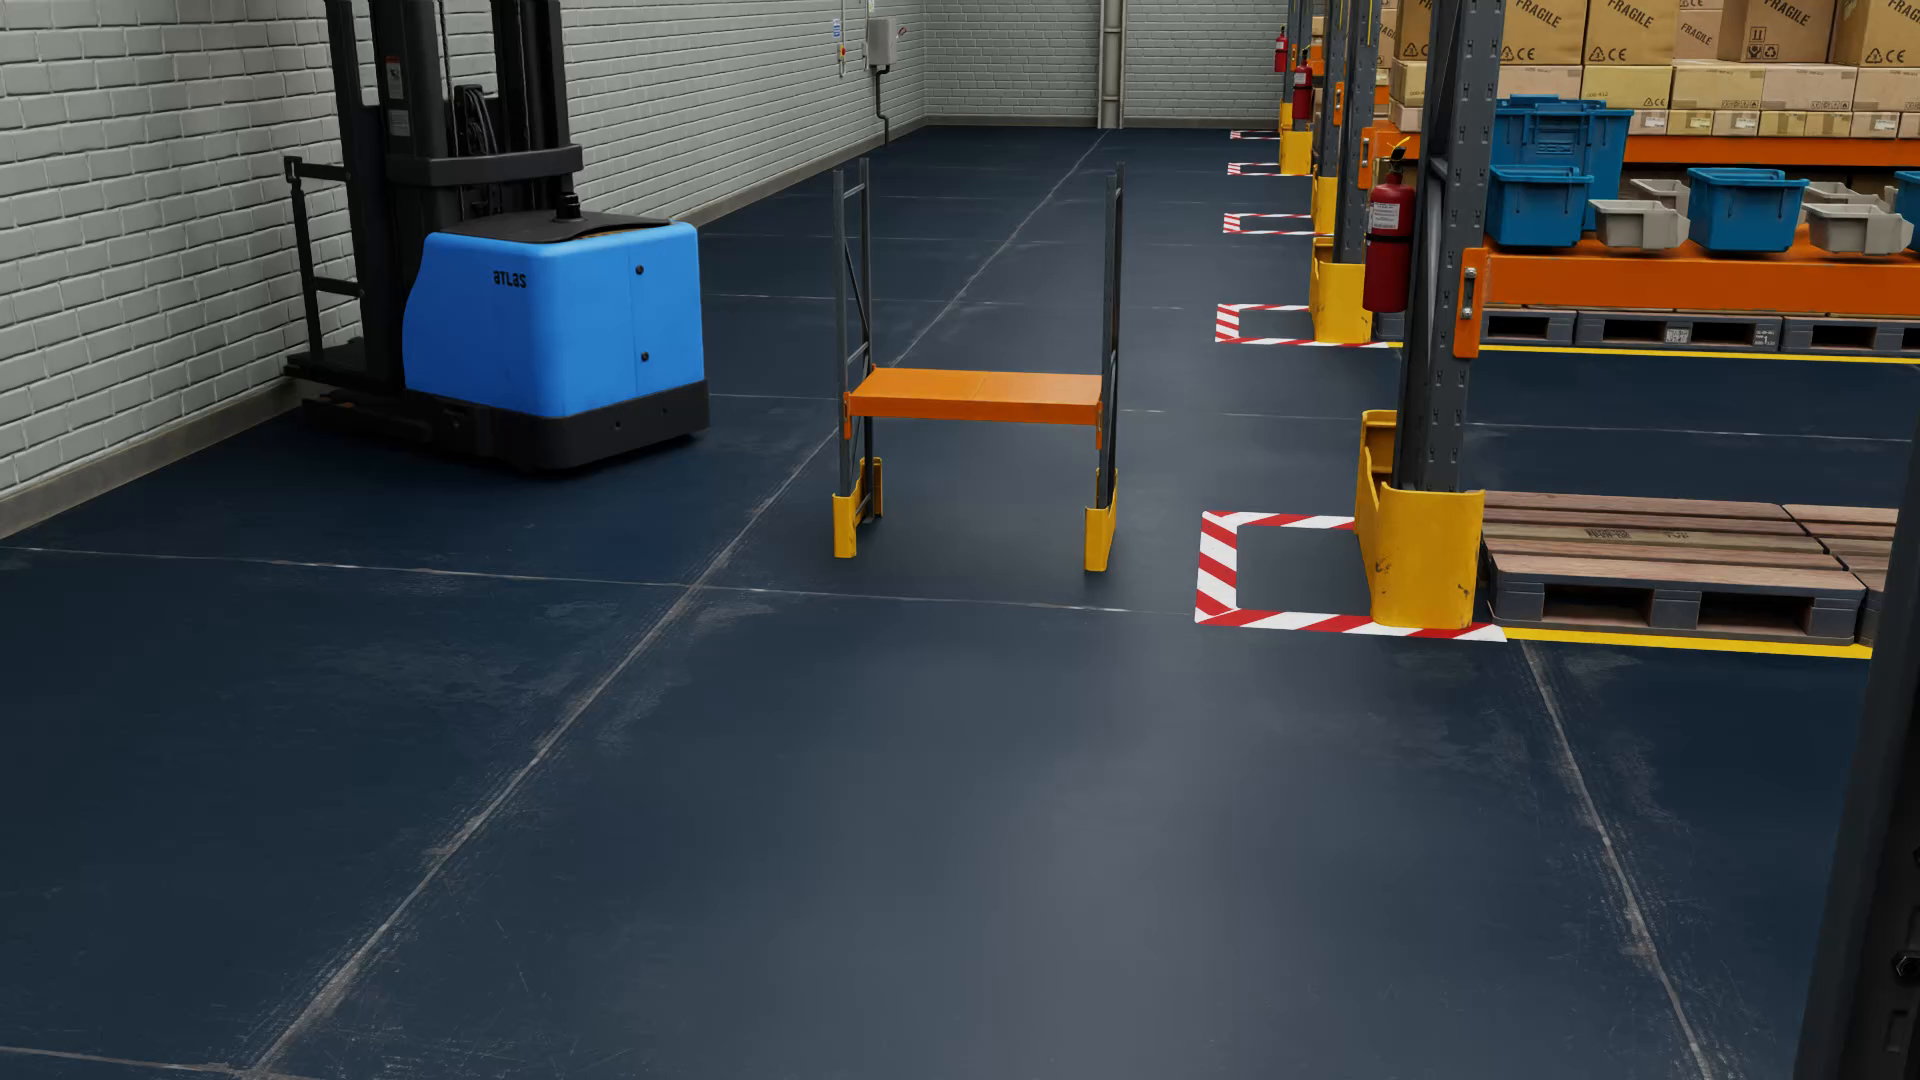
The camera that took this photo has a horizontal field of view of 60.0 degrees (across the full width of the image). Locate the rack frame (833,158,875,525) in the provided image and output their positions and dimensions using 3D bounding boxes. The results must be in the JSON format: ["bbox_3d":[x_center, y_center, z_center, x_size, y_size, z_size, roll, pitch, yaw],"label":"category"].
[{"bbox_3d":[-0.418,-0.733,6.629,0.032,1.500,0.500,3,19,9],"label":"rack frame"}]

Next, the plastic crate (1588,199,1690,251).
[{"bbox_3d":[2.248,-1.041,5.509,0.298,0.136,0.250,3,19,9],"label":"plastic crate"}]

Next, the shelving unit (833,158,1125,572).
[{"bbox_3d":[0.075,-0.707,6.554,1.083,1.500,0.587,3,19,9],"label":"shelving unit"}]

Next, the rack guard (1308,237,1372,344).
[{"bbox_3d":[2.515,-1.663,10.986,0.348,0.500,1.175,3,19,9],"label":"rack guard"}]

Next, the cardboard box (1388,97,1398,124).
[{"bbox_3d":[2.942,-2.814,10.880,0.250,0.149,0.380,3,19,10],"label":"cardboard box"}]

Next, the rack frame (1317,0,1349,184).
[{"bbox_3d":[3.425,-4.396,15.215,0.127,3.000,1.000,3,19,9],"label":"rack frame"}]

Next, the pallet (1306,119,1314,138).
[{"bbox_3d":[5.756,-6.141,24.825,1.213,0.211,1.003,3,19,9],"label":"pallet"}]

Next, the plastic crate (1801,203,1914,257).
[{"bbox_3d":[2.918,-1.007,5.407,0.298,0.136,0.250,3,19,9],"label":"plastic crate"}]

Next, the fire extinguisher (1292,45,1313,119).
[{"bbox_3d":[3.250,-4.340,15.756,0.183,0.674,0.296,3,19,9],"label":"fire extinguisher"}]

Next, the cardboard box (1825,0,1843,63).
[{"bbox_3d":[5.571,-3.203,10.235,0.500,0.500,0.500,3,19,9],"label":"cardboard box"}]

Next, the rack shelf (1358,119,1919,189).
[{"bbox_3d":[4.513,-2.406,10.399,4.000,0.370,1.077,3,19,9],"label":"rack shelf"}]

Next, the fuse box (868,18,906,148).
[{"bbox_3d":[-0.983,-6.268,22.840,0.414,1.711,0.539,3,19,9],"label":"fuse box"}]

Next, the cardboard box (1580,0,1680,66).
[{"bbox_3d":[3.976,-3.115,9.971,0.500,0.500,0.500,2,19,7],"label":"cardboard box"}]

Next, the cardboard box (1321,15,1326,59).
[{"bbox_3d":[4.629,-6.058,20.024,0.500,0.500,0.500,3,19,9],"label":"cardboard box"}]

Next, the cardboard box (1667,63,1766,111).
[{"bbox_3d":[4.495,-2.733,10.013,0.500,0.250,0.500,3,19,8],"label":"cardboard box"}]

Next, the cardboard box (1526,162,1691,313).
[{"bbox_3d":[4.082,-1.986,10.698,0.875,0.875,0.875,3,19,9],"label":"cardboard box"}]

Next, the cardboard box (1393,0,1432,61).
[{"bbox_3d":[3.061,-3.331,10.616,0.500,0.500,0.500,3,19,9],"label":"cardboard box"}]

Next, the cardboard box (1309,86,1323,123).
[{"bbox_3d":[5.483,-6.462,24.662,0.637,0.503,0.797,2,19,6],"label":"cardboard box"}]

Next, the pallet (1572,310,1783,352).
[{"bbox_3d":[4.541,-1.447,10.796,1.213,0.211,1.003,3,19,9],"label":"pallet"}]

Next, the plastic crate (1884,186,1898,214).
[{"bbox_3d":[3.445,-1.180,5.924,0.250,0.136,0.298,3,19,9],"label":"plastic crate"}]

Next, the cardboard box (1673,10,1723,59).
[{"bbox_3d":[6.340,-4.346,14.437,0.500,0.500,0.500,2,19,7],"label":"cardboard box"}]

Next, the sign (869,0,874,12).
[{"bbox_3d":[-1.197,-7.264,22.484,0.001,0.242,0.339,3,19,9],"label":"sign"}]

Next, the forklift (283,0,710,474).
[{"bbox_3d":[-2.739,-2.041,8.283,3.031,2.935,1.130,13,22,33],"label":"forklift"}]

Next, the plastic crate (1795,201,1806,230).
[{"bbox_3d":[2.871,-1.196,5.970,0.243,0.136,0.396,3,19,9],"label":"plastic crate"}]

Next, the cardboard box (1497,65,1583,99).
[{"bbox_3d":[3.484,-2.785,10.165,0.500,0.250,0.500,3,19,8],"label":"cardboard box"}]

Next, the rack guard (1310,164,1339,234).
[{"bbox_3d":[3.500,-3.207,15.600,0.348,0.500,1.175,3,19,9],"label":"rack guard"}]

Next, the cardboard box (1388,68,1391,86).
[{"bbox_3d":[3.951,-4.158,14.899,0.250,0.149,0.380,4,19,11],"label":"cardboard box"}]

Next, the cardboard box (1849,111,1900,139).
[{"bbox_3d":[5.373,-2.478,9.879,0.250,0.149,0.380,3,19,10],"label":"cardboard box"}]

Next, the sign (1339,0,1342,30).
[{"bbox_3d":[3.339,-4.637,14.569,0.005,0.325,0.100,3,19,9],"label":"sign"}]

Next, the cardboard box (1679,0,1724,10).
[{"bbox_3d":[6.356,-4.821,14.282,0.500,0.500,0.500,2,19,7],"label":"cardboard box"}]

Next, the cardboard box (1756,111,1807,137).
[{"bbox_3d":[4.866,-2.504,9.956,0.250,0.149,0.380,3,19,8],"label":"cardboard box"}]

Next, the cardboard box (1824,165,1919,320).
[{"bbox_3d":[5.849,-1.896,10.429,0.875,0.875,0.875,3,19,9],"label":"cardboard box"}]

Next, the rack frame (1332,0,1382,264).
[{"bbox_3d":[2.539,-2.847,10.586,0.127,3.000,1.000,3,19,9],"label":"rack frame"}]

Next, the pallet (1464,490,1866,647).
[{"bbox_3d":[2.561,0.080,6.230,1.213,0.211,1.003,3,19,9],"label":"pallet"}]

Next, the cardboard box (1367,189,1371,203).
[{"bbox_3d":[3.978,-3.282,15.717,0.250,0.149,0.380,3,19,10],"label":"cardboard box"}]

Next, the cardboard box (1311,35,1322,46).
[{"bbox_3d":[5.175,-7.286,24.246,0.250,0.149,0.380,3,19,8],"label":"cardboard box"}]

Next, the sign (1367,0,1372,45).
[{"bbox_3d":[2.445,-3.122,9.917,0.005,0.325,0.100,3,19,9],"label":"sign"}]

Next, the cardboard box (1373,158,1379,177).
[{"bbox_3d":[3.888,-3.393,15.109,0.250,0.149,0.380,2,19,6],"label":"cardboard box"}]

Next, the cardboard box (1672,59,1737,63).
[{"bbox_3d":[4.577,-2.900,10.510,0.500,0.250,0.500,3,19,9],"label":"cardboard box"}]

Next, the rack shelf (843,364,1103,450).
[{"bbox_3d":[0.084,-0.536,6.609,1.000,0.185,0.538,3,19,9],"label":"rack shelf"}]

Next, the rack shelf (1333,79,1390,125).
[{"bbox_3d":[5.400,-3.954,15.028,4.000,0.370,1.077,3,19,9],"label":"rack shelf"}]

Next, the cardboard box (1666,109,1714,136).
[{"bbox_3d":[4.356,-2.530,10.033,0.250,0.149,0.380,2,19,7],"label":"cardboard box"}]

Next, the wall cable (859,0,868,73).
[{"bbox_3d":[-1.247,-7.155,21.860,0.122,1.984,0.588,3,19,9],"label":"wall cable"}]

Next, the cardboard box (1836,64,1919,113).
[{"bbox_3d":[5.499,-2.681,9.857,0.500,0.250,0.500,3,19,10],"label":"cardboard box"}]

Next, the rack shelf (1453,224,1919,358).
[{"bbox_3d":[3.728,-0.854,5.762,4.000,0.370,1.077,3,19,9],"label":"rack shelf"}]

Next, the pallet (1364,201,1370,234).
[{"bbox_3d":[4.297,-3.018,15.490,1.213,0.211,1.003,3,19,9],"label":"pallet"}]

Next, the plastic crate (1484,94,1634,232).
[{"bbox_3d":[2.113,-1.383,6.058,0.499,0.435,0.616,3,19,9],"label":"plastic crate"}]

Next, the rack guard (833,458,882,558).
[{"bbox_3d":[-0.416,-0.140,6.827,0.087,0.250,0.587,3,19,9],"label":"rack guard"}]

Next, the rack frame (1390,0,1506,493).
[{"bbox_3d":[1.753,-1.296,5.948,0.127,3.000,1.000,3,19,9],"label":"rack frame"}]
